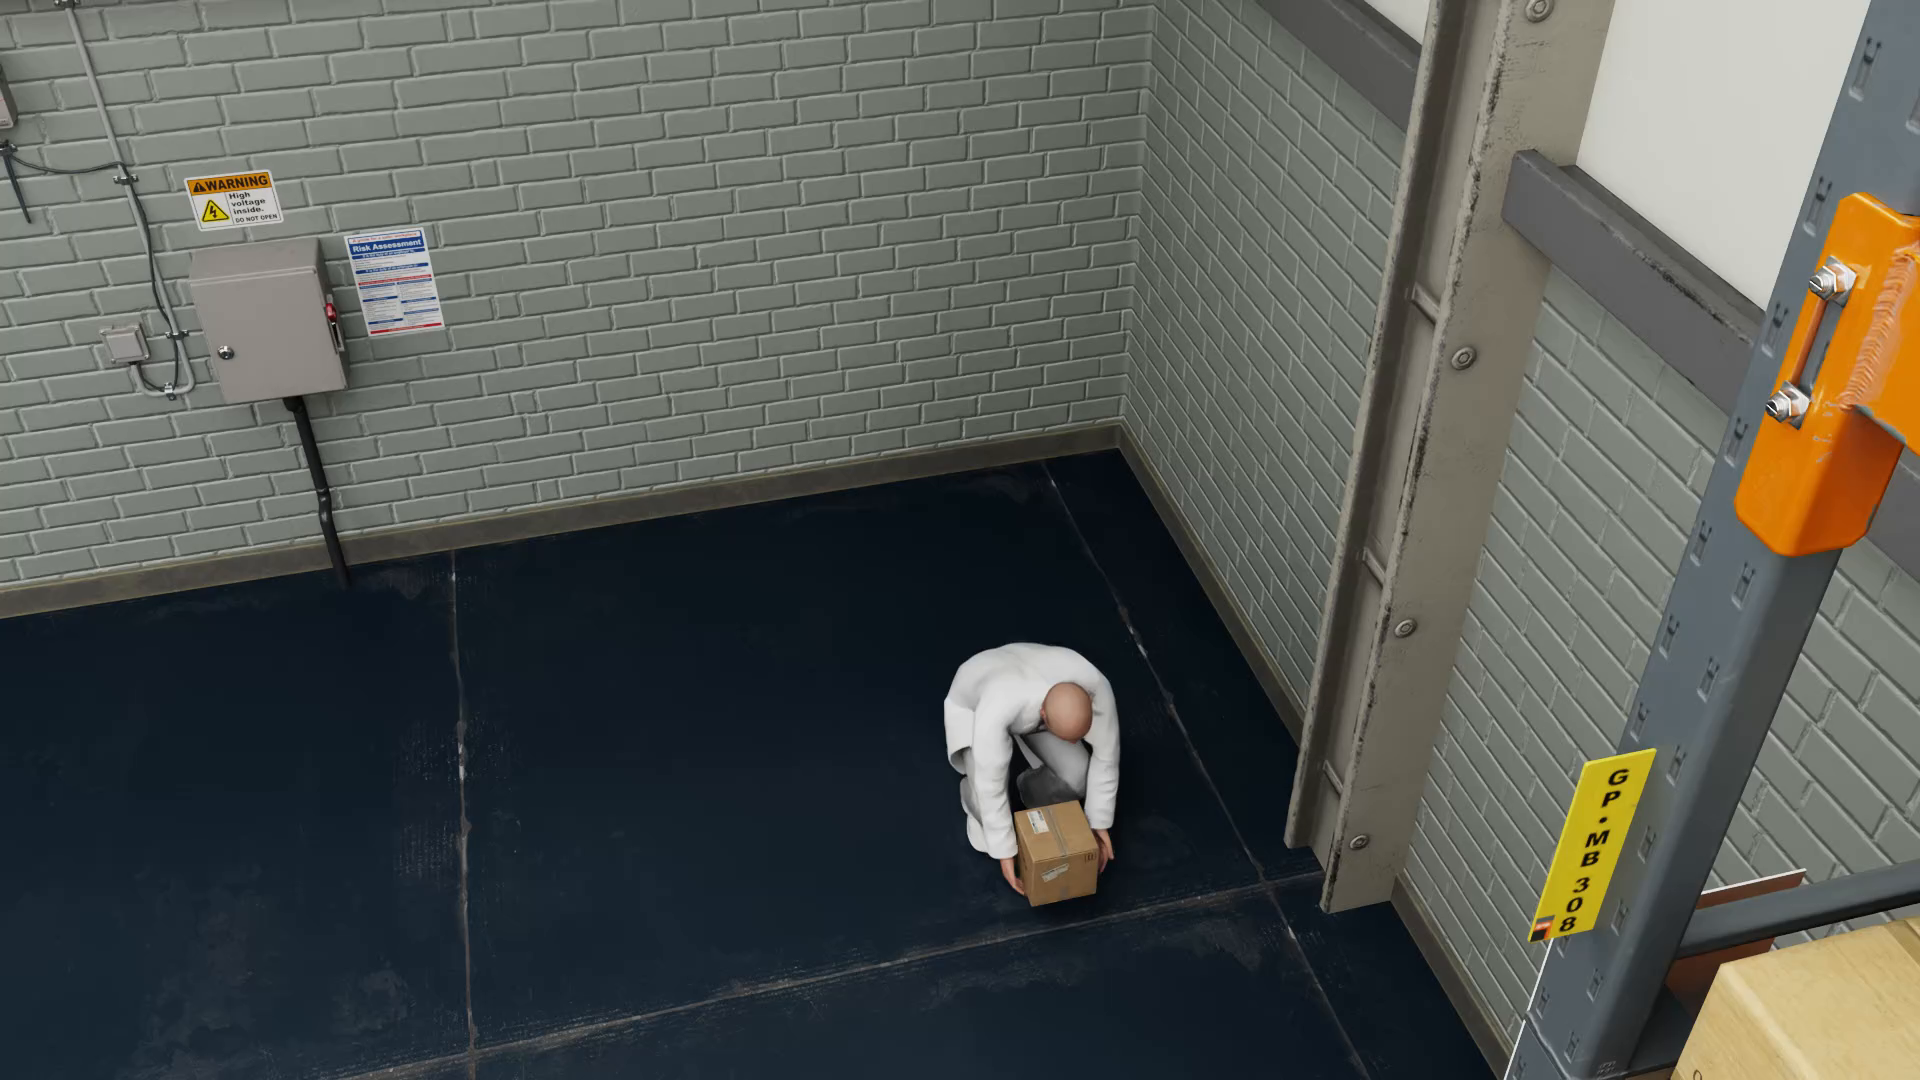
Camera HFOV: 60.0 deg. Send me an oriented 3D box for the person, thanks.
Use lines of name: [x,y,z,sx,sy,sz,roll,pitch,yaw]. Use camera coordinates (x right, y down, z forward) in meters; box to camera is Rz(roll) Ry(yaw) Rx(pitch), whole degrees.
person: [0.263,0.775,6.325,0.612,1.046,0.895,-9,39,-12]
